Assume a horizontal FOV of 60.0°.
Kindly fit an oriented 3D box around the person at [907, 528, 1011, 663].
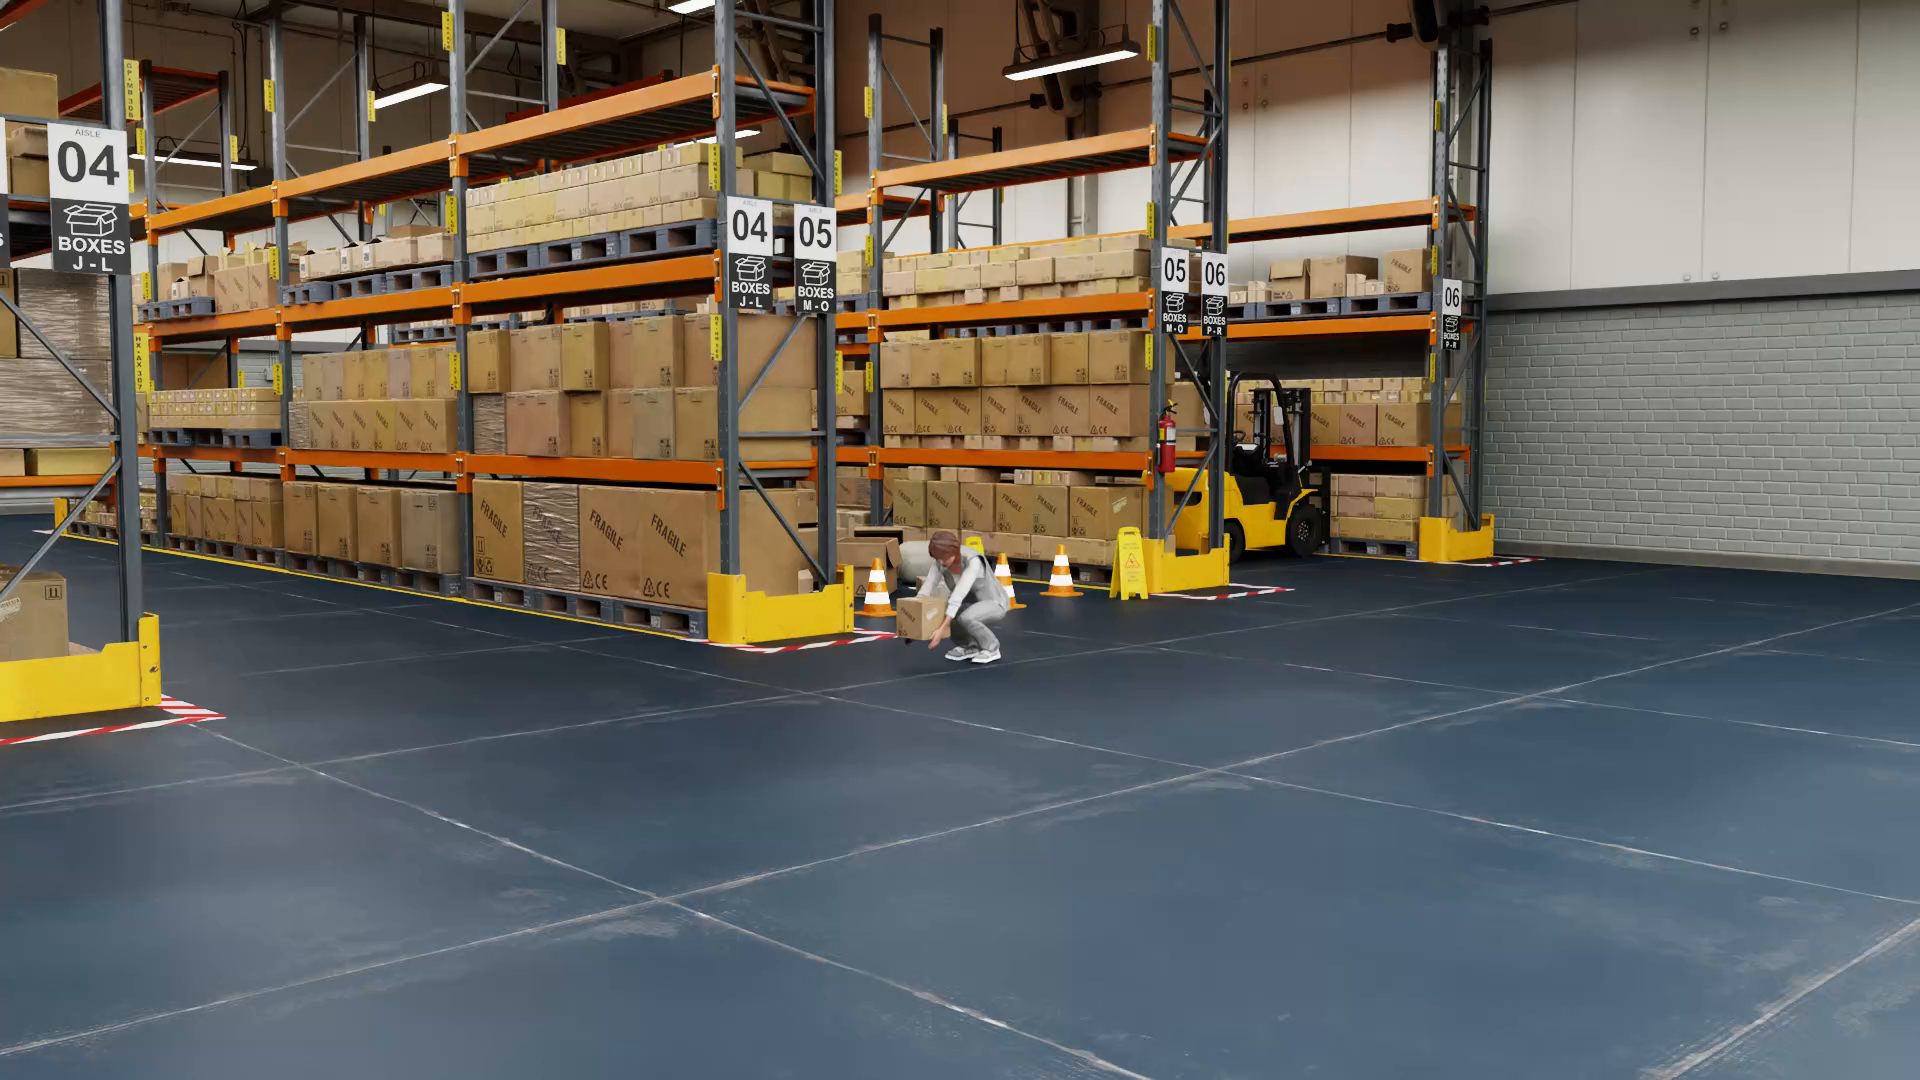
[{"bbox_3d":[0.003,0.366,11.030,0.423,0.912,0.824,4,6,45],"label":"person"}]
